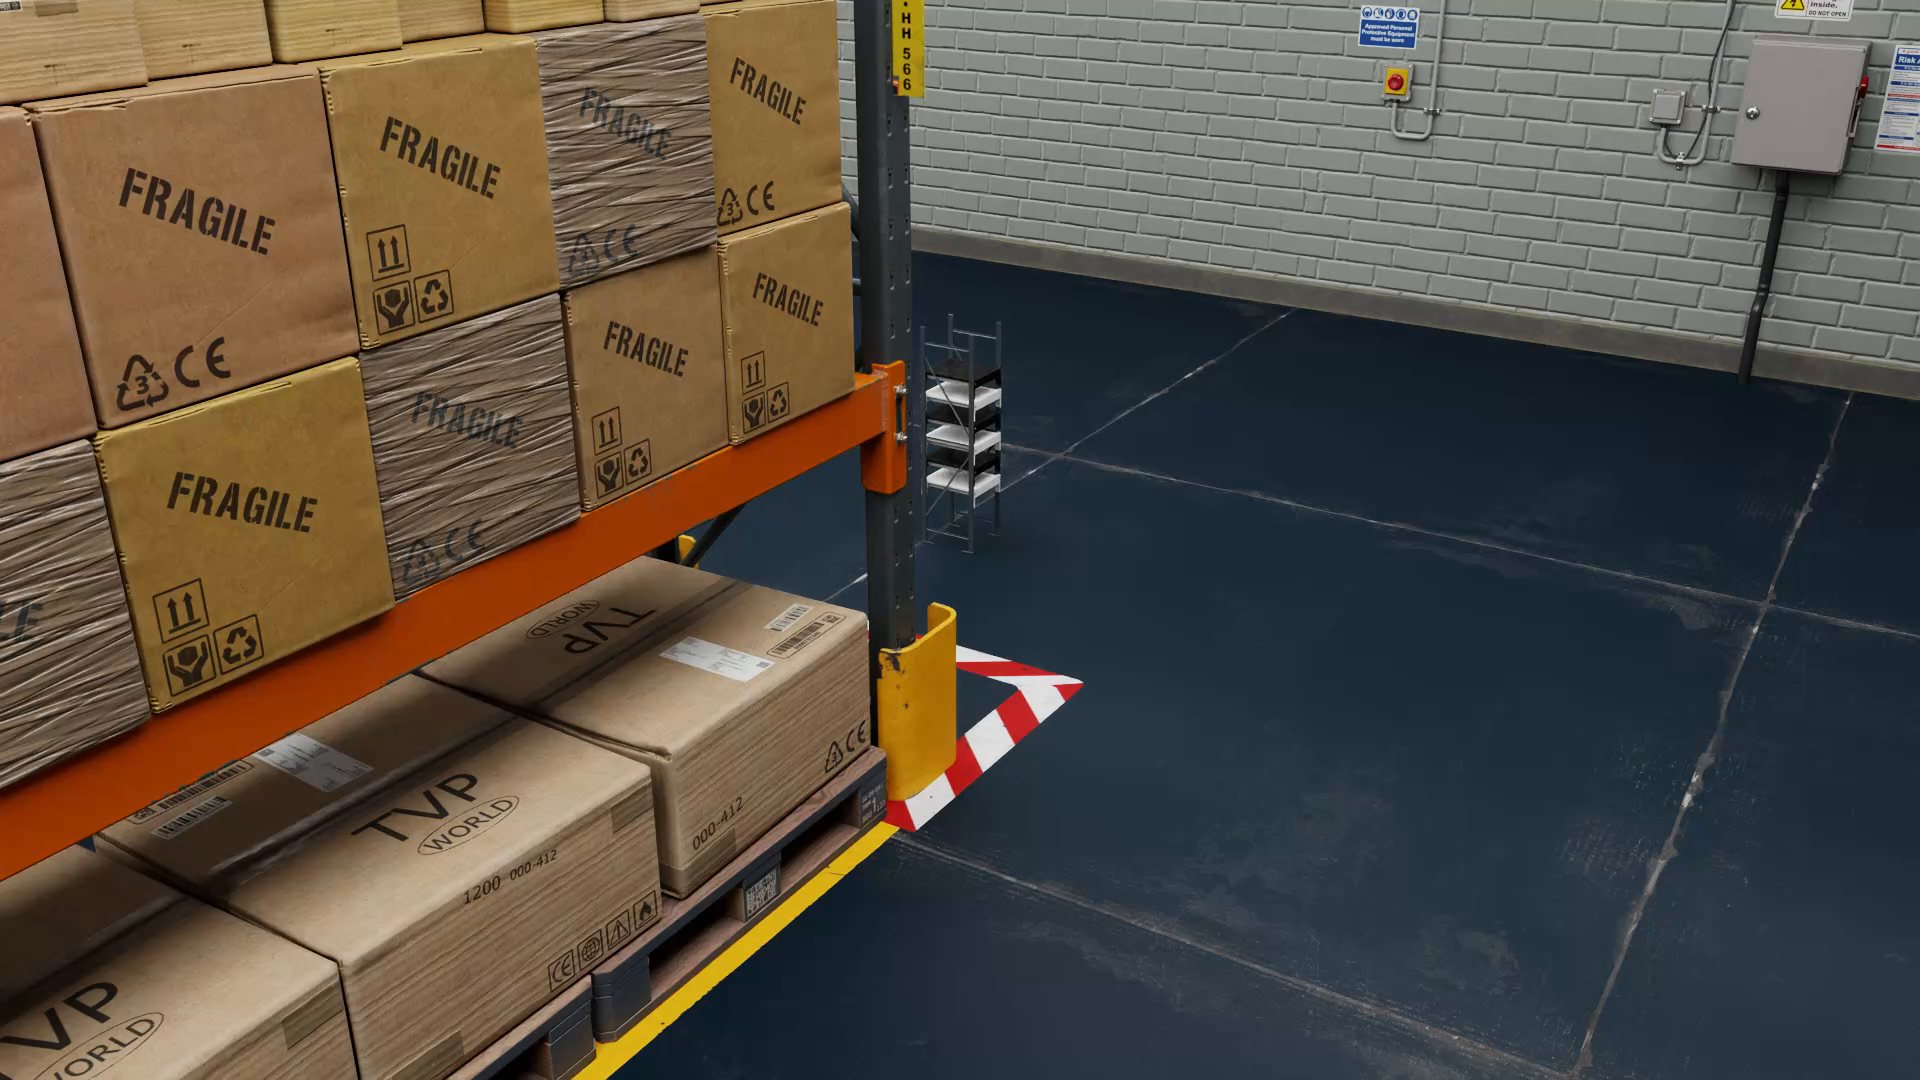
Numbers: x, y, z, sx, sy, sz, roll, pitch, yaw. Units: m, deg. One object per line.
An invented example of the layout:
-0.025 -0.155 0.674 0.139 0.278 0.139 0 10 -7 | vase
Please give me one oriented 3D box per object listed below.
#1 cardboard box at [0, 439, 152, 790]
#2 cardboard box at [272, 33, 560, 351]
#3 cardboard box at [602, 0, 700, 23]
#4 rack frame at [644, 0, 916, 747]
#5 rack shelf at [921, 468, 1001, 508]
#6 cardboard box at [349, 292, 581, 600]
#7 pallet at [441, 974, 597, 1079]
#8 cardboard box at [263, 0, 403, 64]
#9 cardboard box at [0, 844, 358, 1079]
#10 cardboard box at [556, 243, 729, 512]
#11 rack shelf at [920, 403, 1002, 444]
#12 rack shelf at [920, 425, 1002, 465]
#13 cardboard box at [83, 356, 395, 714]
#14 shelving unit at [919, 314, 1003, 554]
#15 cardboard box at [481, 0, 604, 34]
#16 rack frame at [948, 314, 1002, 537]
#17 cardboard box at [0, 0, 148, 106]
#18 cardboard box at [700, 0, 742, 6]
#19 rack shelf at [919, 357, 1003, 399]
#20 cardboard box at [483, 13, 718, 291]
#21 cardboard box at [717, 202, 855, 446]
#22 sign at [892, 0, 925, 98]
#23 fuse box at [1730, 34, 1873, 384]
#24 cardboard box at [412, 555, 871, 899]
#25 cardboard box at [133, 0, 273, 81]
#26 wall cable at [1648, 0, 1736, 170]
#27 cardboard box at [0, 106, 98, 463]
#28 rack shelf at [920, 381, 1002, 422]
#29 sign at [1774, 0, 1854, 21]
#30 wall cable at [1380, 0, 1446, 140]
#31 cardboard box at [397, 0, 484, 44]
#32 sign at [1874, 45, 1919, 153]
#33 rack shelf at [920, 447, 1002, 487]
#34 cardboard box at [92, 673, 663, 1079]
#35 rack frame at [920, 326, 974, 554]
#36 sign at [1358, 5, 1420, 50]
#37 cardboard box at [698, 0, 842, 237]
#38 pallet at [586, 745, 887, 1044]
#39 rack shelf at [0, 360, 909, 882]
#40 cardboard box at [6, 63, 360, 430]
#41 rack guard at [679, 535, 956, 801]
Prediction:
-1.690 0.104 2.608 0.500 0.500 0.500 14 27 29 | cardboard box
-1.153 -0.704 3.217 0.500 0.500 0.500 14 27 29 | cardboard box
-0.784 -1.205 3.556 0.380 0.149 0.250 14 27 28 | cardboard box
-0.587 -0.761 4.732 1.000 3.000 0.127 14 27 29 | rack frame
0.004 -0.220 6.662 0.258 0.077 0.200 14 27 29 | rack shelf
-1.157 -0.247 3.418 0.500 0.500 0.500 15 27 30 | cardboard box
-1.586 1.215 3.677 1.003 0.211 1.213 14 27 29 | pallet
-1.232 -0.958 2.986 0.380 0.149 0.250 15 27 30 | cardboard box
-1.803 1.081 3.175 0.875 0.438 0.875 13 27 27 | cardboard box
-0.894 -0.422 3.824 0.500 0.500 0.500 13 27 28 | cardboard box
0.004 -0.468 6.555 0.258 0.077 0.200 14 27 29 | rack shelf
0.004 -0.385 6.591 0.258 0.077 0.200 14 27 29 | rack shelf
-1.418 -0.070 3.009 0.500 0.500 0.500 15 27 30 | cardboard box
0.004 -0.416 6.578 0.258 0.900 0.210 14 27 29 | shelving unit
-0.952 -1.128 3.380 0.380 0.149 0.250 15 27 30 | cardboard box
0.058 -0.450 6.657 0.240 0.900 0.006 14 27 29 | rack frame
-1.490 -0.776 2.565 0.380 0.149 0.250 14 27 29 | cardboard box
-0.719 -1.310 3.798 0.380 0.149 0.250 14 27 30 | cardboard box
0.004 -0.633 6.484 0.258 0.077 0.200 14 27 29 | rack shelf
-0.890 -0.870 3.601 0.500 0.500 0.500 14 27 29 | cardboard box
-0.616 -0.589 4.208 0.500 0.500 0.500 14 27 29 | cardboard box
-0.133 -1.283 4.181 0.100 0.325 0.005 14 27 29 | sign
4.075 -1.588 8.265 0.539 1.711 0.414 14 27 29 | fuse box
-0.850 0.466 4.595 0.875 0.438 0.875 13 27 27 | cardboard box
-1.387 -0.873 2.791 0.380 0.149 0.250 15 27 31 | cardboard box
3.579 -2.842 8.260 0.588 1.984 0.122 14 27 29 | wall cable
-1.688 -0.365 2.434 0.500 0.500 0.500 14 27 30 | cardboard box
0.004 -0.550 6.519 0.258 0.077 0.200 14 27 29 | rack shelf
4.138 -2.640 8.033 0.339 0.242 0.001 14 27 29 | sign
2.368 -3.150 8.931 0.585 1.953 0.123 14 27 29 | wall cable
-1.150 -1.055 3.210 0.380 0.149 0.250 14 27 28 | cardboard box
4.604 -2.102 7.950 0.329 0.494 0.001 14 27 29 | sign
0.004 -0.303 6.627 0.258 0.077 0.200 14 27 29 | rack shelf
-1.326 0.777 3.877 0.875 0.438 0.875 15 27 30 | cardboard box
-0.049 -0.381 6.498 0.240 0.900 0.006 14 27 29 | rack frame
2.359 -2.824 9.157 0.327 0.218 0.001 14 27 29 | sign
-0.639 -1.053 4.022 0.500 0.500 0.500 15 28 31 | cardboard box
-0.942 0.805 4.625 1.003 0.211 1.213 14 27 29 | pallet
-1.642 0.244 3.316 1.077 0.370 4.000 14 27 29 | rack shelf
-1.420 -0.535 2.826 0.500 0.500 0.500 14 27 29 | cardboard box
-0.574 0.378 5.247 1.175 0.500 0.348 14 27 29 | rack guard
